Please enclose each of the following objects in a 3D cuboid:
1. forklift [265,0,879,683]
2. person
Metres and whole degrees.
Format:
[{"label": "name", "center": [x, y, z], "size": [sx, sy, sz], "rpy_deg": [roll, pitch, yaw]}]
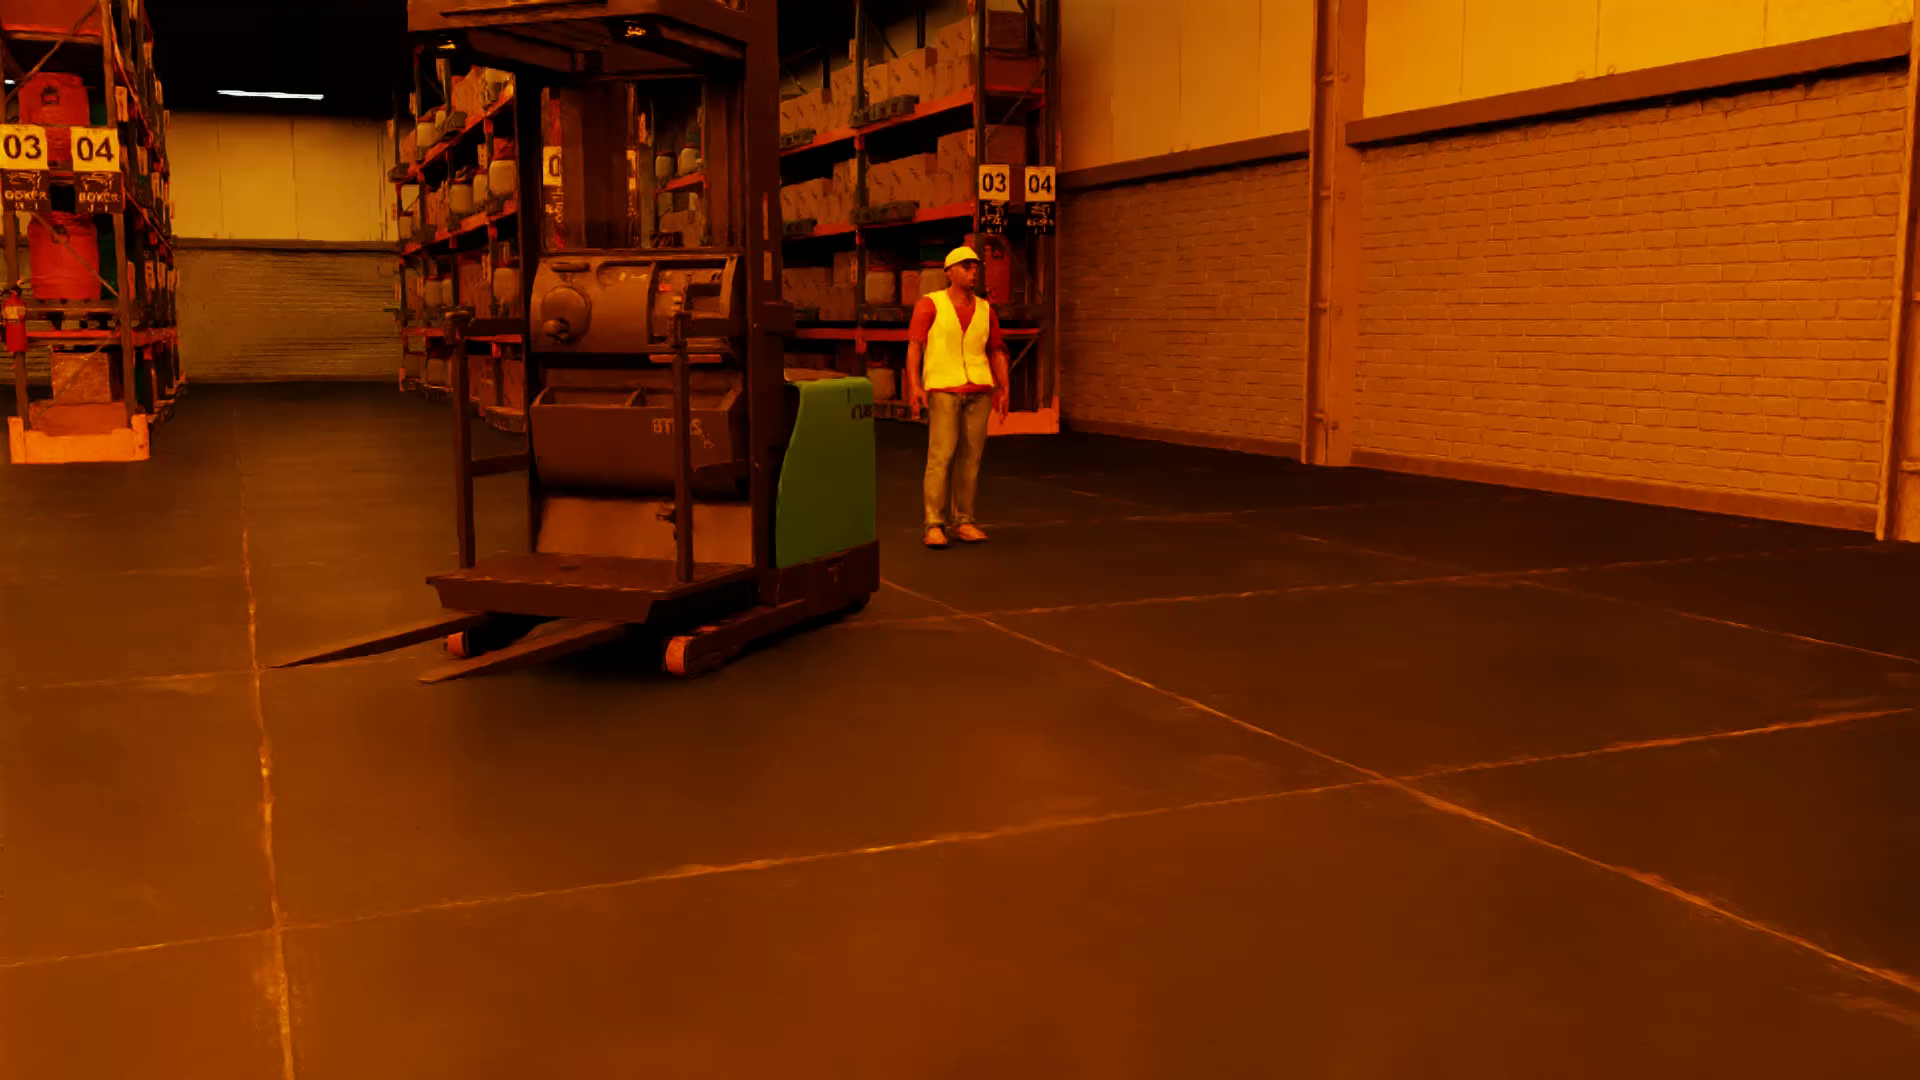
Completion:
[{"label": "forklift", "center": [-1.392, -0.997, 6.499], "size": [1.130, 2.935, 3.031], "rpy_deg": [3, 8, 21]}, {"label": "person", "center": [0.023, -0.874, 9.972], "size": [0.665, 1.766, 0.576], "rpy_deg": [-3, 8, -23]}]
